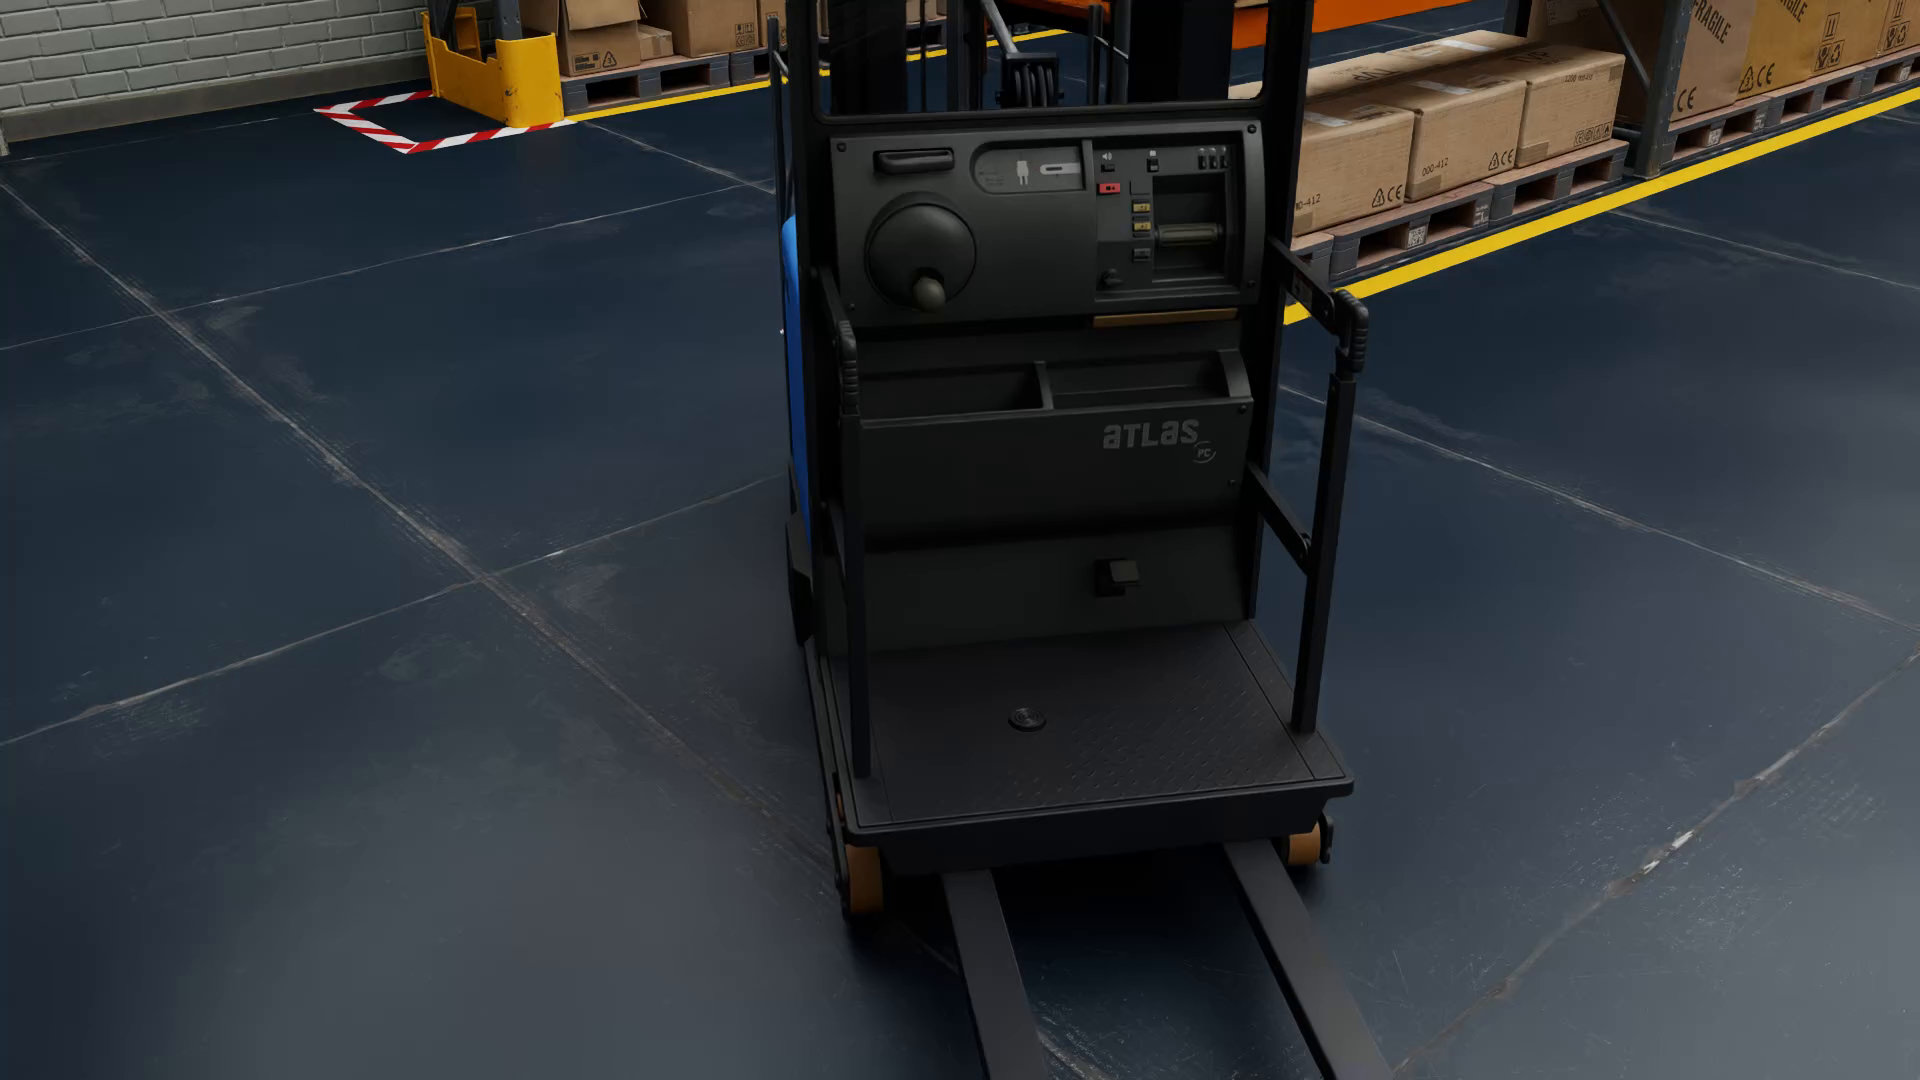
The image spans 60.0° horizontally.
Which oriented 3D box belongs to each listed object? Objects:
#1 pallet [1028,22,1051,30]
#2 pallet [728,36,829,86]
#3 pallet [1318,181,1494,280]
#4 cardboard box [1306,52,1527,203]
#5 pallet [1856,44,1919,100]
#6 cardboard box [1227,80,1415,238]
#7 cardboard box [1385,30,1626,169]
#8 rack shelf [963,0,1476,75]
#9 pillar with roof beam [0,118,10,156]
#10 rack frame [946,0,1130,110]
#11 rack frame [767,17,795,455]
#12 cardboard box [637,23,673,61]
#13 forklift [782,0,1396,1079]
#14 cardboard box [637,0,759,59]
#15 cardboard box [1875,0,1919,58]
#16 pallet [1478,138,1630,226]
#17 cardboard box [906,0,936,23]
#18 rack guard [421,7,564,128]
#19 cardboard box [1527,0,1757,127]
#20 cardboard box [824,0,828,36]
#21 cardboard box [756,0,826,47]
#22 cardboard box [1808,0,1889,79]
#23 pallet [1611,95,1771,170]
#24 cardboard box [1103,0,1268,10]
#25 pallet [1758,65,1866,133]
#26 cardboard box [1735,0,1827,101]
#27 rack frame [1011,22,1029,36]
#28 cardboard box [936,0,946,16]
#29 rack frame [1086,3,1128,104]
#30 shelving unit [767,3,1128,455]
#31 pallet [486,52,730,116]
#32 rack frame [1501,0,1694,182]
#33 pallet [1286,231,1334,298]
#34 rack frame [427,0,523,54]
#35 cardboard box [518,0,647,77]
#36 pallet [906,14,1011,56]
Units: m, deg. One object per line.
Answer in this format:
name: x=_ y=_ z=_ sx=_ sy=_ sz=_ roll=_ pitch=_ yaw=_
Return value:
pallet: x=0.726 y=-4.226 z=12.935 sx=1.213 sy=0.211 sz=1.003 roll=-22 pitch=35 yaw=-35
pallet: x=-1.320 y=-3.379 z=11.349 sx=1.213 sy=0.211 sz=1.003 roll=-22 pitch=35 yaw=-35
pallet: x=1.798 y=-1.606 z=8.031 sx=1.213 sy=0.211 sz=1.003 roll=-22 pitch=35 yaw=-35
cardboard box: x=2.128 y=-2.043 z=8.163 sx=0.875 sy=0.438 sz=0.875 roll=-23 pitch=36 yaw=-36
pallet: x=5.751 y=-3.195 z=11.004 sx=1.213 sy=0.211 sz=1.003 roll=-22 pitch=35 yaw=-35
cardboard box: x=1.441 y=-1.768 z=7.648 sx=0.875 sy=0.438 sz=0.875 roll=-21 pitch=34 yaw=-34
cardboard box: x=2.809 y=-2.317 z=8.676 sx=0.875 sy=0.438 sz=0.875 roll=-22 pitch=35 yaw=-36
rack shelf: x=1.835 y=-2.486 z=7.483 sx=4.000 sy=0.370 sz=1.077 roll=-22 pitch=35 yaw=-35
pillar with roof beam: x=-2.753 y=-4.571 z=4.256 sx=0.400 sy=9.000 sz=9.100 roll=-22 pitch=35 yaw=-35
rack frame: x=0.313 y=-2.192 z=6.168 sx=0.127 sy=3.000 sz=1.000 roll=-22 pitch=35 yaw=-35
rack frame: x=-0.513 y=-0.806 z=5.166 sx=0.032 sy=1.500 sz=0.500 roll=-6 pitch=29 yaw=-11
cardboard box: x=-2.036 y=-3.167 z=10.573 sx=0.250 sy=0.149 sz=0.380 roll=-24 pitch=36 yaw=-37
forklift: x=0.232 y=-0.643 z=3.344 sx=1.130 sy=2.935 sz=3.031 roll=-5 pitch=28 yaw=-8
cardboard box: x=-1.709 y=-3.454 z=10.737 sx=0.500 sy=0.500 sz=0.700 roll=-20 pitch=34 yaw=-33
cardboard box: x=5.820 y=-3.705 z=10.810 sx=0.875 sy=0.875 sz=0.875 roll=-22 pitch=35 yaw=-35
pallet: x=2.727 y=-1.981 z=8.733 sx=1.213 sy=0.211 sz=1.003 roll=-22 pitch=35 yaw=-35
cardboard box: x=-0.373 y=-3.788 z=11.611 sx=0.258 sy=0.266 sz=0.396 roll=-20 pitch=34 yaw=-33
rack guard: x=-2.853 y=-2.891 z=10.129 sx=0.348 sy=0.500 sz=1.175 roll=-22 pitch=35 yaw=-35
cardboard box: x=3.776 y=-2.882 z=9.269 sx=0.875 sy=0.875 sz=0.875 roll=-21 pitch=34 yaw=-33
cardboard box: x=-0.919 y=-3.771 z=11.331 sx=0.500 sy=0.500 sz=0.700 roll=-23 pitch=36 yaw=-37
cardboard box: x=-1.242 y=-3.580 z=10.972 sx=0.500 sy=0.500 sz=0.500 roll=-21 pitch=35 yaw=-34
cardboard box: x=5.139 y=-3.434 z=10.302 sx=0.875 sy=0.875 sz=0.875 roll=-21 pitch=35 yaw=-34
pallet: x=3.894 y=-2.448 z=9.608 sx=1.213 sy=0.211 sz=1.003 roll=-22 pitch=35 yaw=-35
cardboard box: x=0.865 y=-2.280 z=6.227 sx=0.500 sy=0.500 sz=0.500 roll=-22 pitch=35 yaw=-35
pallet: x=4.823 y=-2.824 z=10.310 sx=1.213 sy=0.211 sz=1.003 roll=-22 pitch=35 yaw=-35
cardboard box: x=4.458 y=-3.161 z=9.791 sx=0.875 sy=0.875 sz=0.875 roll=-21 pitch=34 yaw=-34
rack frame: x=0.132 y=-5.194 z=11.786 sx=0.127 sy=3.000 sz=1.000 roll=-22 pitch=35 yaw=-35
cardboard box: x=-0.101 y=-3.846 z=11.843 sx=0.250 sy=0.149 sz=0.380 roll=-23 pitch=36 yaw=-36
rack frame: x=0.478 y=-0.913 z=5.367 sx=0.032 sy=1.500 sz=0.500 roll=-6 pitch=29 yaw=-11
shelving unit: x=-0.017 y=-0.859 z=5.267 sx=1.048 sy=1.500 sz=0.538 roll=-6 pitch=29 yaw=-11
pallet: x=-2.247 y=-3.008 z=10.654 sx=1.213 sy=0.211 sz=1.003 roll=-22 pitch=35 yaw=-35
rack frame: x=3.356 y=-3.415 z=8.458 sx=0.127 sy=3.000 sz=1.000 roll=-22 pitch=35 yaw=-35
pallet: x=0.871 y=-1.234 z=7.336 sx=1.213 sy=0.211 sz=1.003 roll=-22 pitch=35 yaw=-35
rack frame: x=-2.911 y=-3.970 z=9.497 sx=0.127 sy=3.000 sz=1.000 roll=-22 pitch=35 yaw=-35
cardboard box: x=-2.384 y=-3.208 z=10.273 sx=0.637 sy=0.503 sz=0.797 roll=-24 pitch=36 yaw=-37
pallet: x=-0.391 y=-3.754 z=12.051 sx=1.213 sy=0.211 sz=1.003 roll=-22 pitch=35 yaw=-35
